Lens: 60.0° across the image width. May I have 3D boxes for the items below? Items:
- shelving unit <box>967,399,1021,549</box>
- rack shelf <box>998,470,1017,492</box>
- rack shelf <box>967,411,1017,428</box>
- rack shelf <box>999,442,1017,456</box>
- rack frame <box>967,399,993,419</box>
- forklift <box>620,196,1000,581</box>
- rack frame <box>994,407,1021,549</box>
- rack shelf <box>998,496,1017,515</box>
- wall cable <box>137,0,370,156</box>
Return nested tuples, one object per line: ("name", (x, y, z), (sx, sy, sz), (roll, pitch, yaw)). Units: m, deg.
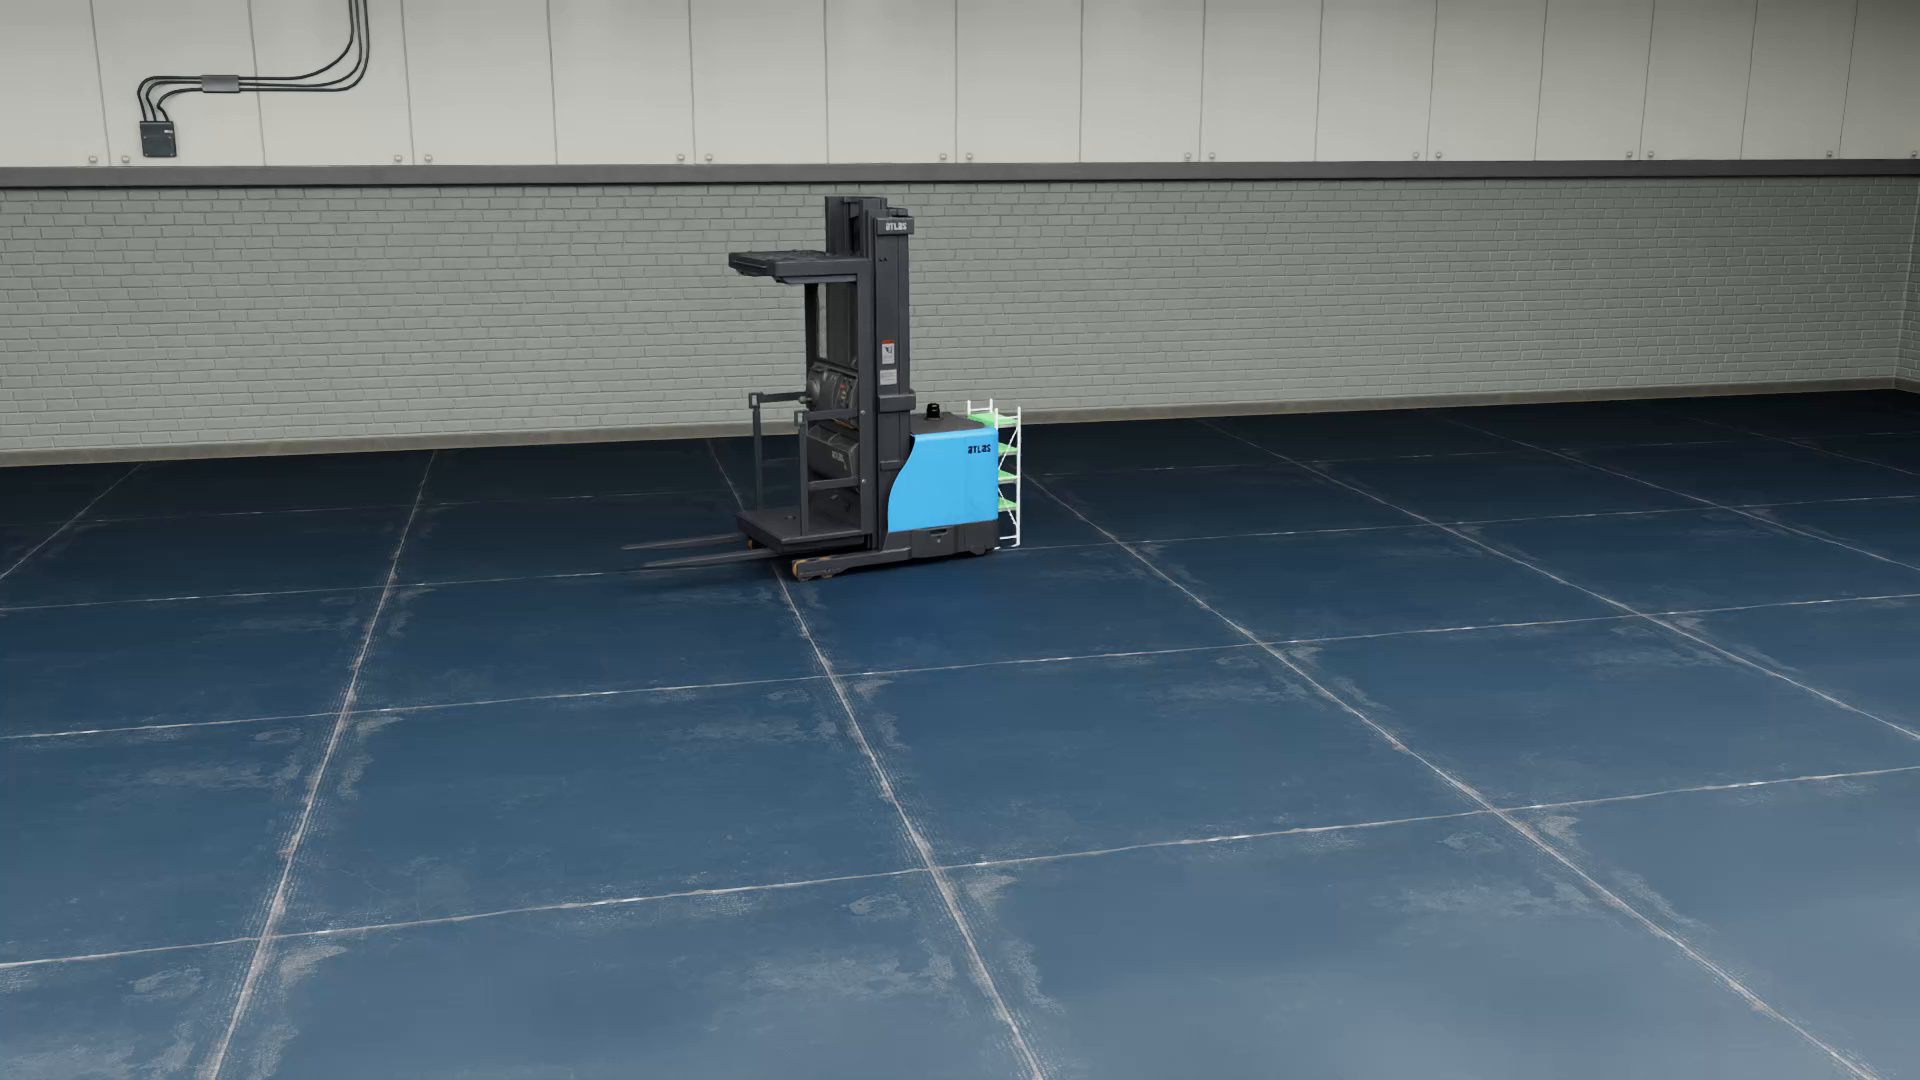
("shelving unit", (0.284, -0.574, 14.249), (0.258, 1.200, 0.503), (-7, 15, -27))
("rack shelf", (0.284, -0.512, 14.264), (0.258, 0.148, 0.480), (-7, 15, -27))
("rack shelf", (0.285, -0.979, 14.150), (0.258, 0.148, 0.480), (-7, 15, -27))
("rack shelf", (0.285, -0.745, 14.207), (0.258, 0.148, 0.480), (-7, 15, -27))
("rack frame", (0.171, -0.626, 14.459), (0.240, 1.200, 0.015), (-7, 15, -27))
("forklift", (-1.215, -1.243, 13.341), (3.031, 2.935, 1.130), (-7, 15, -27))
("rack frame", (0.397, -0.523, 14.039), (0.240, 1.200, 0.015), (-7, 15, -27))
("rack shelf", (0.284, -0.279, 14.321), (0.258, 0.148, 0.480), (-7, 15, -27))
("wall cable", (-7.314, -6.948, 16.738), (2.305, 6.003, 0.169), (-3, 14, -13))
